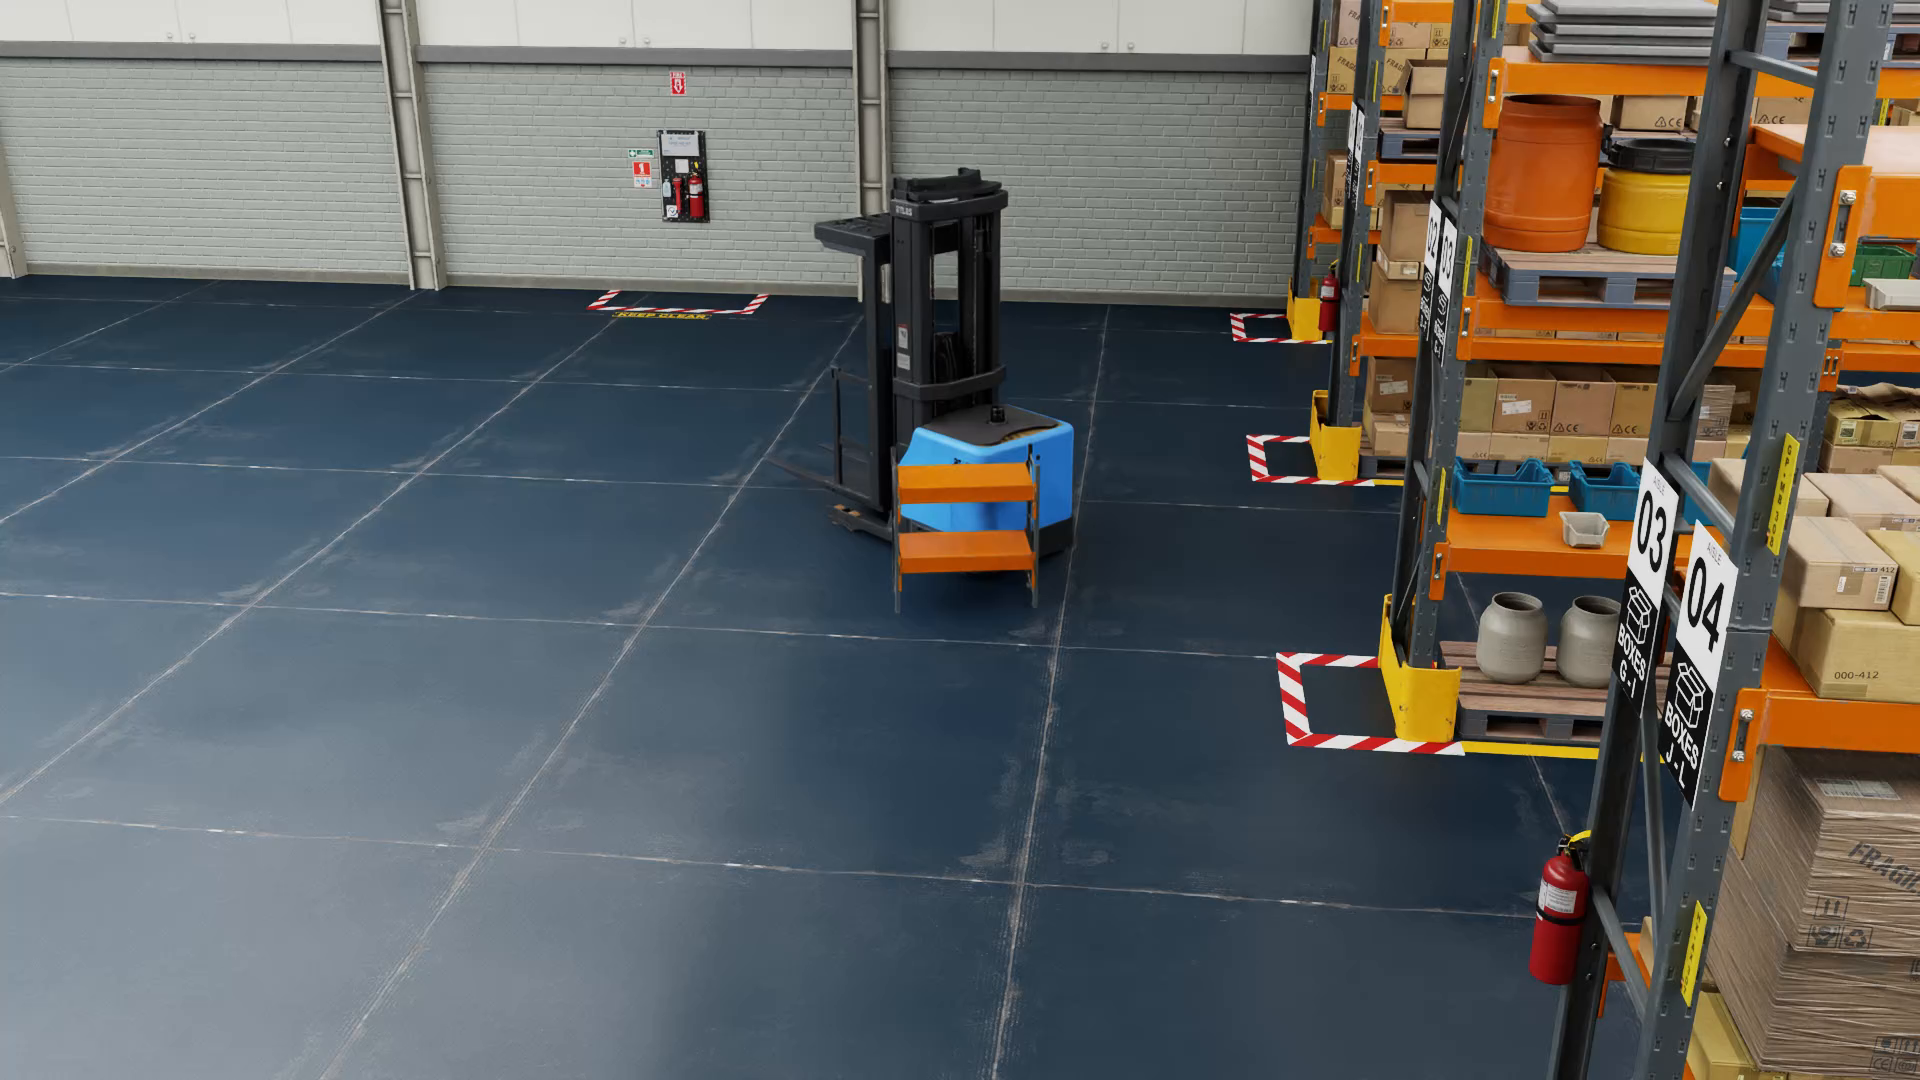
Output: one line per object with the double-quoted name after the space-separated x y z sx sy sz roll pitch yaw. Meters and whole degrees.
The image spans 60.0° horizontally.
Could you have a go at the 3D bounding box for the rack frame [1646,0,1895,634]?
2.321 -1.312 4.678 0.127 3.000 1.000 2 22 6 "rack frame"

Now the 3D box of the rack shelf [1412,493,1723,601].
4.890 0.091 10.269 4.000 0.370 1.077 2 22 6 "rack shelf"

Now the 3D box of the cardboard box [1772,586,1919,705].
2.769 0.268 4.966 0.500 0.250 0.500 3 22 8 "cardboard box"

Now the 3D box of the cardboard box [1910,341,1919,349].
8.319 -1.736 14.252 0.250 0.149 0.380 2 22 6 "cardboard box"

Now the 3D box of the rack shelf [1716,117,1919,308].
4.307 -0.889 4.592 4.000 0.370 1.077 2 22 6 "rack shelf"

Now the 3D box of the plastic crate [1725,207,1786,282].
4.833 -1.745 9.876 0.575 0.384 0.392 2 22 6 "plastic crate"

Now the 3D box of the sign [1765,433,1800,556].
2.257 -0.125 4.568 0.005 0.325 0.100 2 22 6 "sign"

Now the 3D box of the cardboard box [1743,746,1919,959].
2.835 0.951 5.213 0.500 0.500 0.500 2 22 6 "cardboard box"

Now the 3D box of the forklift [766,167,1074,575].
-0.463 -1.549 13.530 1.130 2.935 3.031 -19 28 -39 "forklift"

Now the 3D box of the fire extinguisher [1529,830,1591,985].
2.262 1.341 6.234 0.183 0.674 0.296 2 22 6 "fire extinguisher"

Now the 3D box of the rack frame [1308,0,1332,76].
4.070 -6.737 18.402 0.127 3.000 1.000 2 22 6 "rack frame"

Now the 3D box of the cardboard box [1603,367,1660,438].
5.985 -1.217 14.748 0.500 0.500 0.500 2 22 6 "cardboard box"

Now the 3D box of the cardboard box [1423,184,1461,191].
5.511 -4.056 18.935 0.500 0.500 0.500 2 22 5 "cardboard box"

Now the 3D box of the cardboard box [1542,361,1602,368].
5.549 -1.429 15.284 0.500 0.500 0.500 2 22 6 "cardboard box"

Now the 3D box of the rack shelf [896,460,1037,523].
0.033 -0.361 12.186 1.000 0.278 0.538 -2 22 -4 "rack shelf"

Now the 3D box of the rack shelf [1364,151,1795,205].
5.477 -3.113 14.291 4.000 0.370 1.077 2 22 6 "rack shelf"

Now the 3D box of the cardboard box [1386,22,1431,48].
4.916 -5.718 18.379 0.500 0.500 0.500 2 22 6 "cardboard box"

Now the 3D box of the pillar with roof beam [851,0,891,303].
-1.598 -5.711 15.805 0.400 9.000 9.100 2 22 6 "pillar with roof beam"

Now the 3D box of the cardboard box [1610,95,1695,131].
5.842 -3.786 14.115 0.637 0.503 0.797 5 22 12 "cardboard box"

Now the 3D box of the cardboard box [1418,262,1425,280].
4.118 -2.381 14.524 0.250 0.149 0.380 2 22 5 "cardboard box"

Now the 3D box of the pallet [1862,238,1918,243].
10.044 -3.583 18.843 1.213 0.211 1.003 2 22 6 "pallet"

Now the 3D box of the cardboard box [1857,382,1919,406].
8.416 -1.210 14.986 0.500 0.311 0.500 3 22 8 "cardboard box"

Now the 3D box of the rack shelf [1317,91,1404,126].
6.056 -4.921 18.866 4.000 0.370 1.077 2 22 6 "rack shelf"

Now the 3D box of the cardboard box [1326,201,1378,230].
4.517 -3.750 19.182 0.500 0.250 0.500 2 22 5 "cardboard box"

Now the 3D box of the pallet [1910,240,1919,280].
6.148 -1.460 9.390 1.003 0.211 1.213 2 22 6 "pallet"

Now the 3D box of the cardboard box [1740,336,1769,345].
7.022 -2.029 14.516 0.500 0.500 0.700 2 22 5 "cardboard box"

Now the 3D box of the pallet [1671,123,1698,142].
6.613 -3.347 14.026 1.213 0.211 1.003 2 22 6 "pallet"

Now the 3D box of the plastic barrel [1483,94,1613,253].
3.402 -2.146 9.712 0.708 0.830 0.600 2 22 6 "plastic barrel"

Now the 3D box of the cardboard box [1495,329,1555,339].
4.967 -2.116 14.735 0.500 0.500 0.700 3 22 7 "cardboard box"

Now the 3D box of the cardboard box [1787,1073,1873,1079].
2.822 1.712 5.531 0.250 0.149 0.380 2 22 6 "cardboard box"

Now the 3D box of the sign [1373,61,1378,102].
3.419 -3.775 13.691 0.005 0.325 0.100 2 22 6 "sign"

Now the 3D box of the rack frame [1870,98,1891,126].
7.463 -4.756 13.389 0.127 3.000 1.000 2 22 6 "rack frame"

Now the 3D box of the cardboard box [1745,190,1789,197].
9.098 -3.964 18.812 0.500 0.500 0.700 5 22 12 "cardboard box"

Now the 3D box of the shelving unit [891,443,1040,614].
0.033 -0.089 12.294 1.048 1.125 0.538 -2 22 -4 "shelving unit"

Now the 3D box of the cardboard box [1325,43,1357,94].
4.373 -5.292 18.663 0.500 0.500 0.500 3 22 8 "cardboard box"

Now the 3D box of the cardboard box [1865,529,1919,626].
2.813 0.110 4.823 0.250 0.149 0.380 3 22 7 "cardboard box"

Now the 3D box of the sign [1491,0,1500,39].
2.835 -2.822 8.783 0.005 0.325 0.100 2 22 6 "sign"

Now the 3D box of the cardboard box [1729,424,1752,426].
7.038 -1.013 15.251 0.500 0.250 0.500 2 22 6 "cardboard box"

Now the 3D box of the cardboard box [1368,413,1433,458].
3.997 -0.951 15.094 0.500 0.250 0.500 2 22 6 "cardboard box"

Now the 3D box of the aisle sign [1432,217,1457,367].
2.798 -1.435 9.615 0.004 0.787 0.394 2 22 6 "aisle sign"

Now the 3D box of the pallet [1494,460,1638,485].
5.463 -0.770 15.261 1.213 0.211 1.003 2 22 6 "pallet"

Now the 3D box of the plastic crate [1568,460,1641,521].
4.081 -0.319 10.528 0.408 0.251 0.499 2 22 6 "plastic crate"

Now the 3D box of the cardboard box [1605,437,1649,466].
5.983 -0.864 14.874 0.500 0.250 0.500 2 22 6 "cardboard box"

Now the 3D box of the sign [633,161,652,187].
-4.078 -4.692 21.338 0.234 0.329 0.001 2 22 6 "sign"

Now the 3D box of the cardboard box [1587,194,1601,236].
5.526 -2.697 14.442 0.500 0.500 0.700 3 22 6 "cardboard box"

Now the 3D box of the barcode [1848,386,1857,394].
7.667 -1.291 14.281 0.075 0.075 0.001 2 22 6 "barcode"

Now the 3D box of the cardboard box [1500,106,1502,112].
4.638 -3.562 14.030 0.250 0.149 0.380 2 22 6 "cardboard box"
